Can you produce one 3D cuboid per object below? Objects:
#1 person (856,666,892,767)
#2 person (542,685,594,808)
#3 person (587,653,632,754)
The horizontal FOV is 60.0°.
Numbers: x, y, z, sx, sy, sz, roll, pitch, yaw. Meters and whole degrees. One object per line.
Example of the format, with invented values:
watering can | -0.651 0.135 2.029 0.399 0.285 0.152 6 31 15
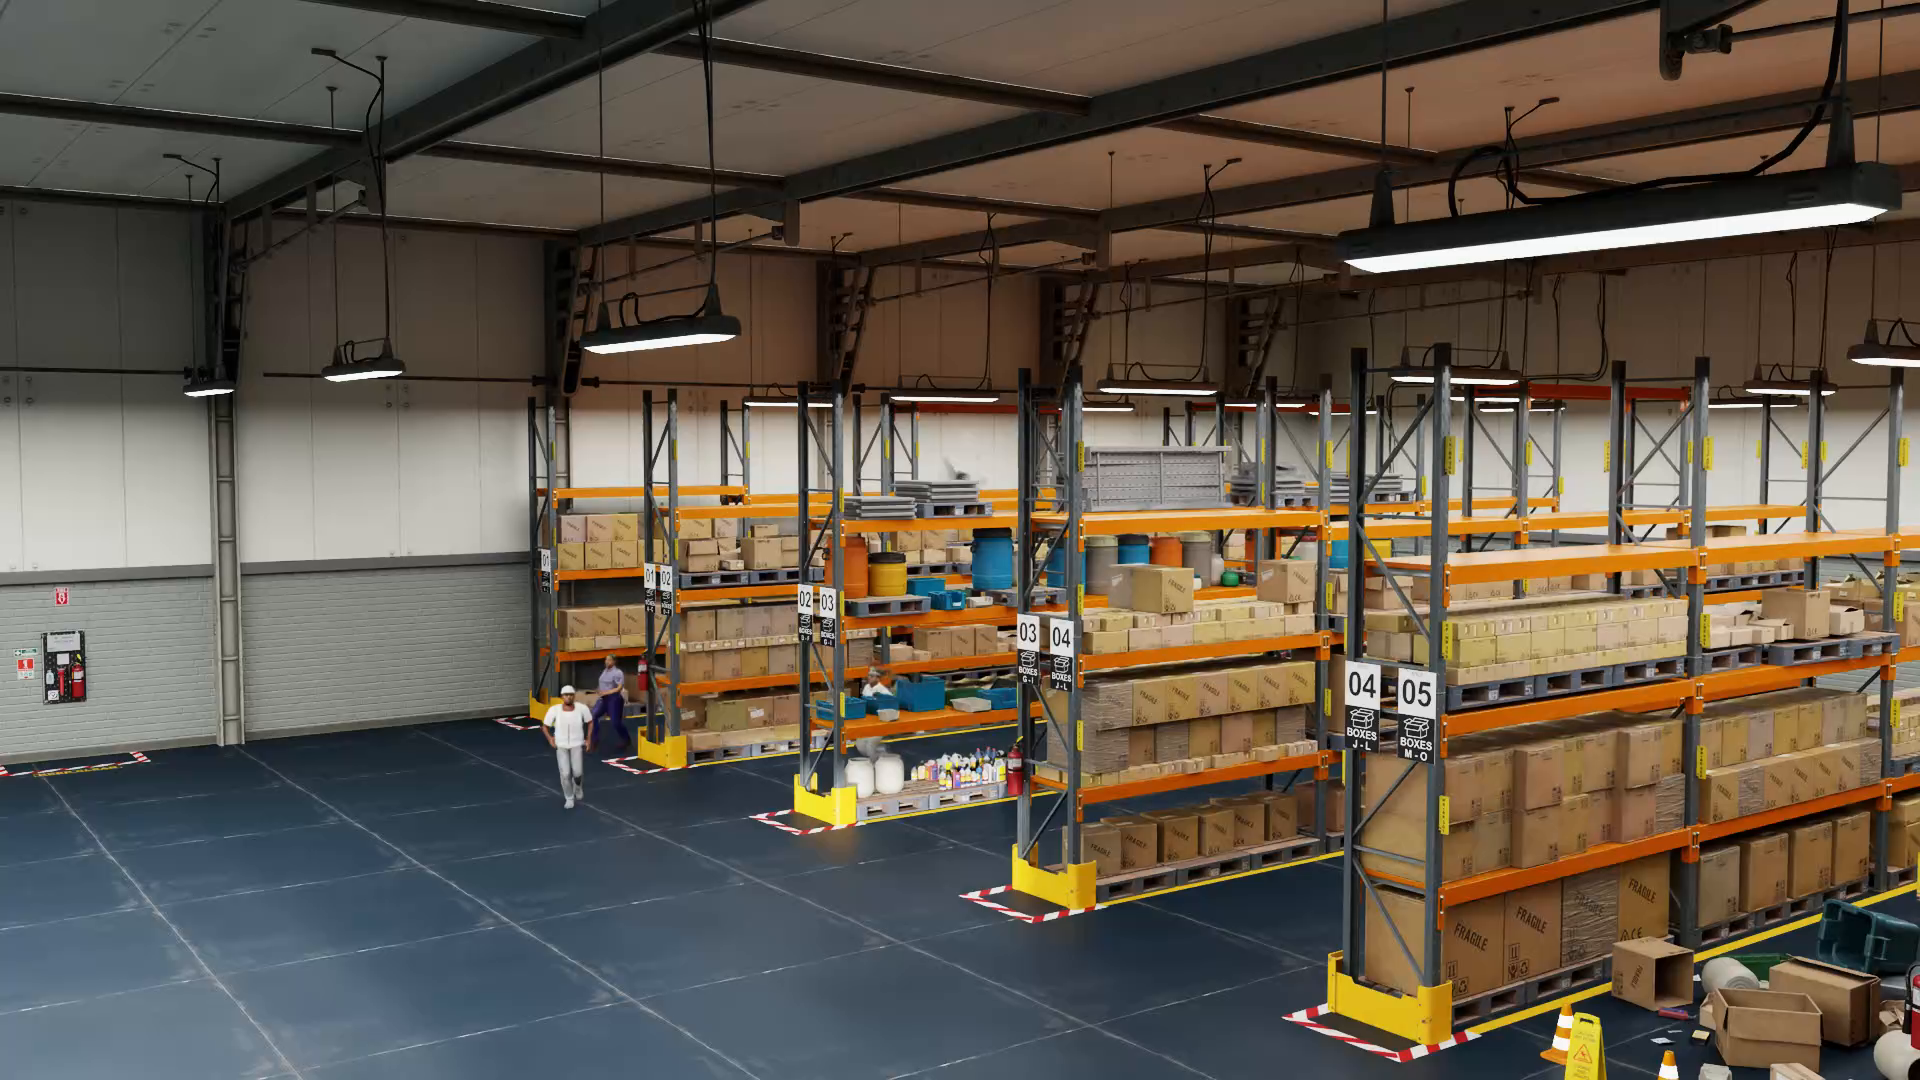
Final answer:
person | -1.293 2.800 25.492 0.670 1.736 0.599 3 5 45
person | -5.549 2.912 23.544 0.711 1.732 0.573 -1 3 -13
person | -5.815 2.721 27.714 0.609 1.687 0.715 3 4 40
